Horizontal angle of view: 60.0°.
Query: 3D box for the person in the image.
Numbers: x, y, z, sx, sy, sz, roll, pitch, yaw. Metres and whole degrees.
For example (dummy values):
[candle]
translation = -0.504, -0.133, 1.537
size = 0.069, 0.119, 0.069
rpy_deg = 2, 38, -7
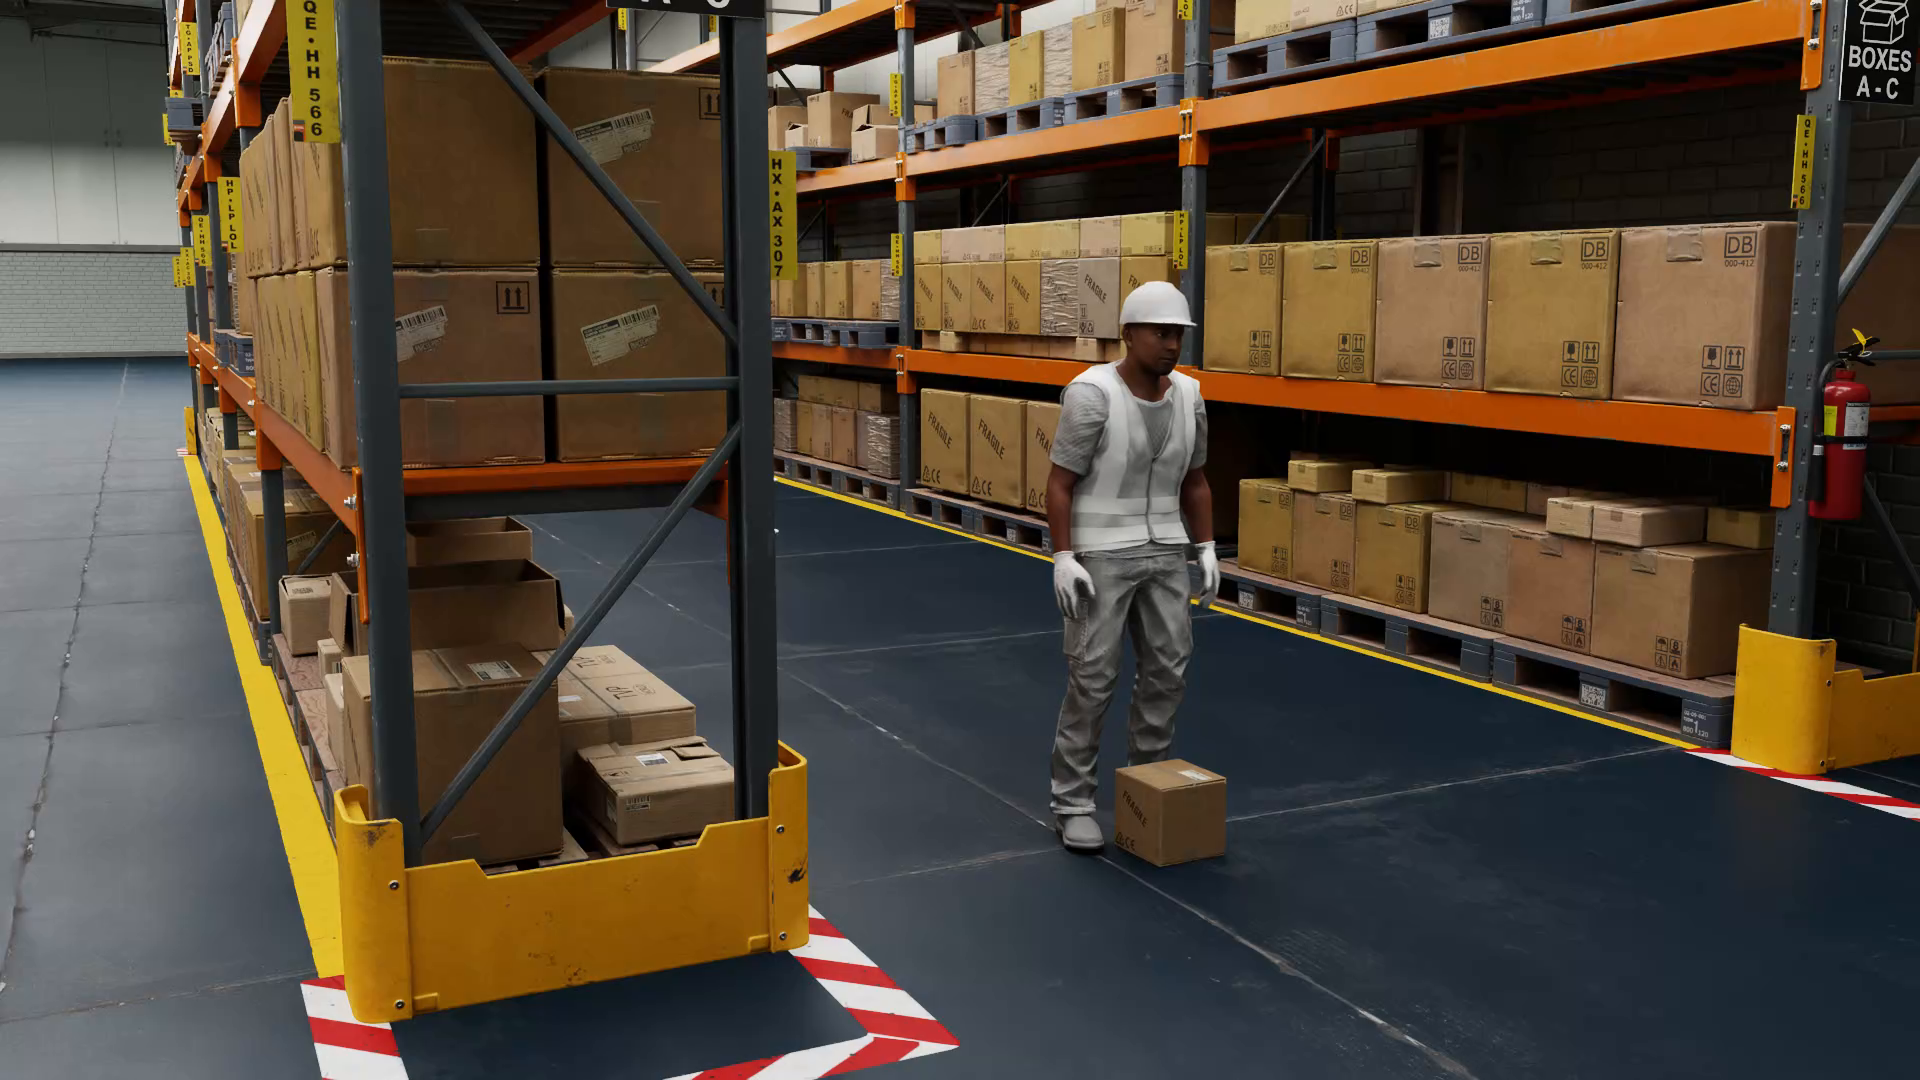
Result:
[person]
translation = 0.556, 0.071, 5.315
size = 0.633, 1.775, 0.447
rpy_deg = -5, 10, -28
